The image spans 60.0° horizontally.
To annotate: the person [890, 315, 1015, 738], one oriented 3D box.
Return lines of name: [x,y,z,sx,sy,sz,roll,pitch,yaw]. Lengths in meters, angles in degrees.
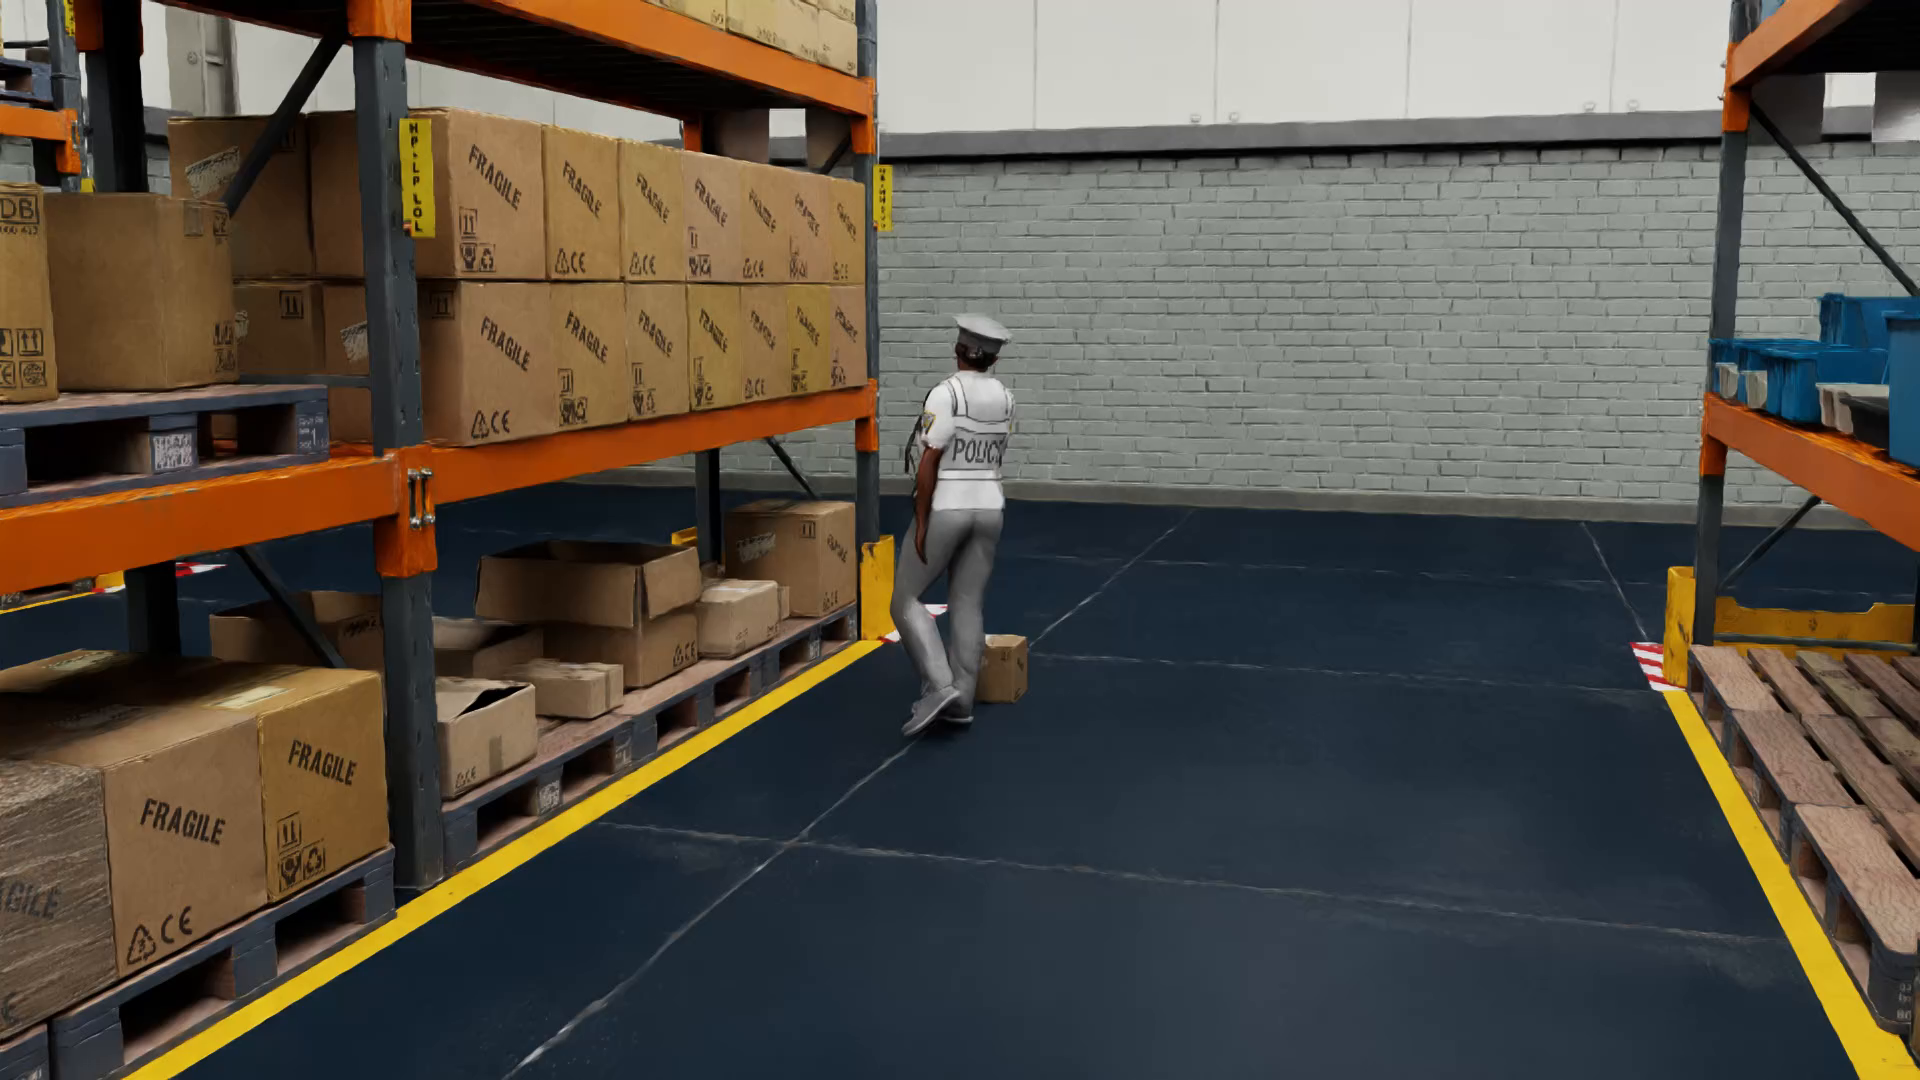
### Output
person: [-0.037,-0.064,6.745,0.574,1.680,0.408,-7,11,-39]
